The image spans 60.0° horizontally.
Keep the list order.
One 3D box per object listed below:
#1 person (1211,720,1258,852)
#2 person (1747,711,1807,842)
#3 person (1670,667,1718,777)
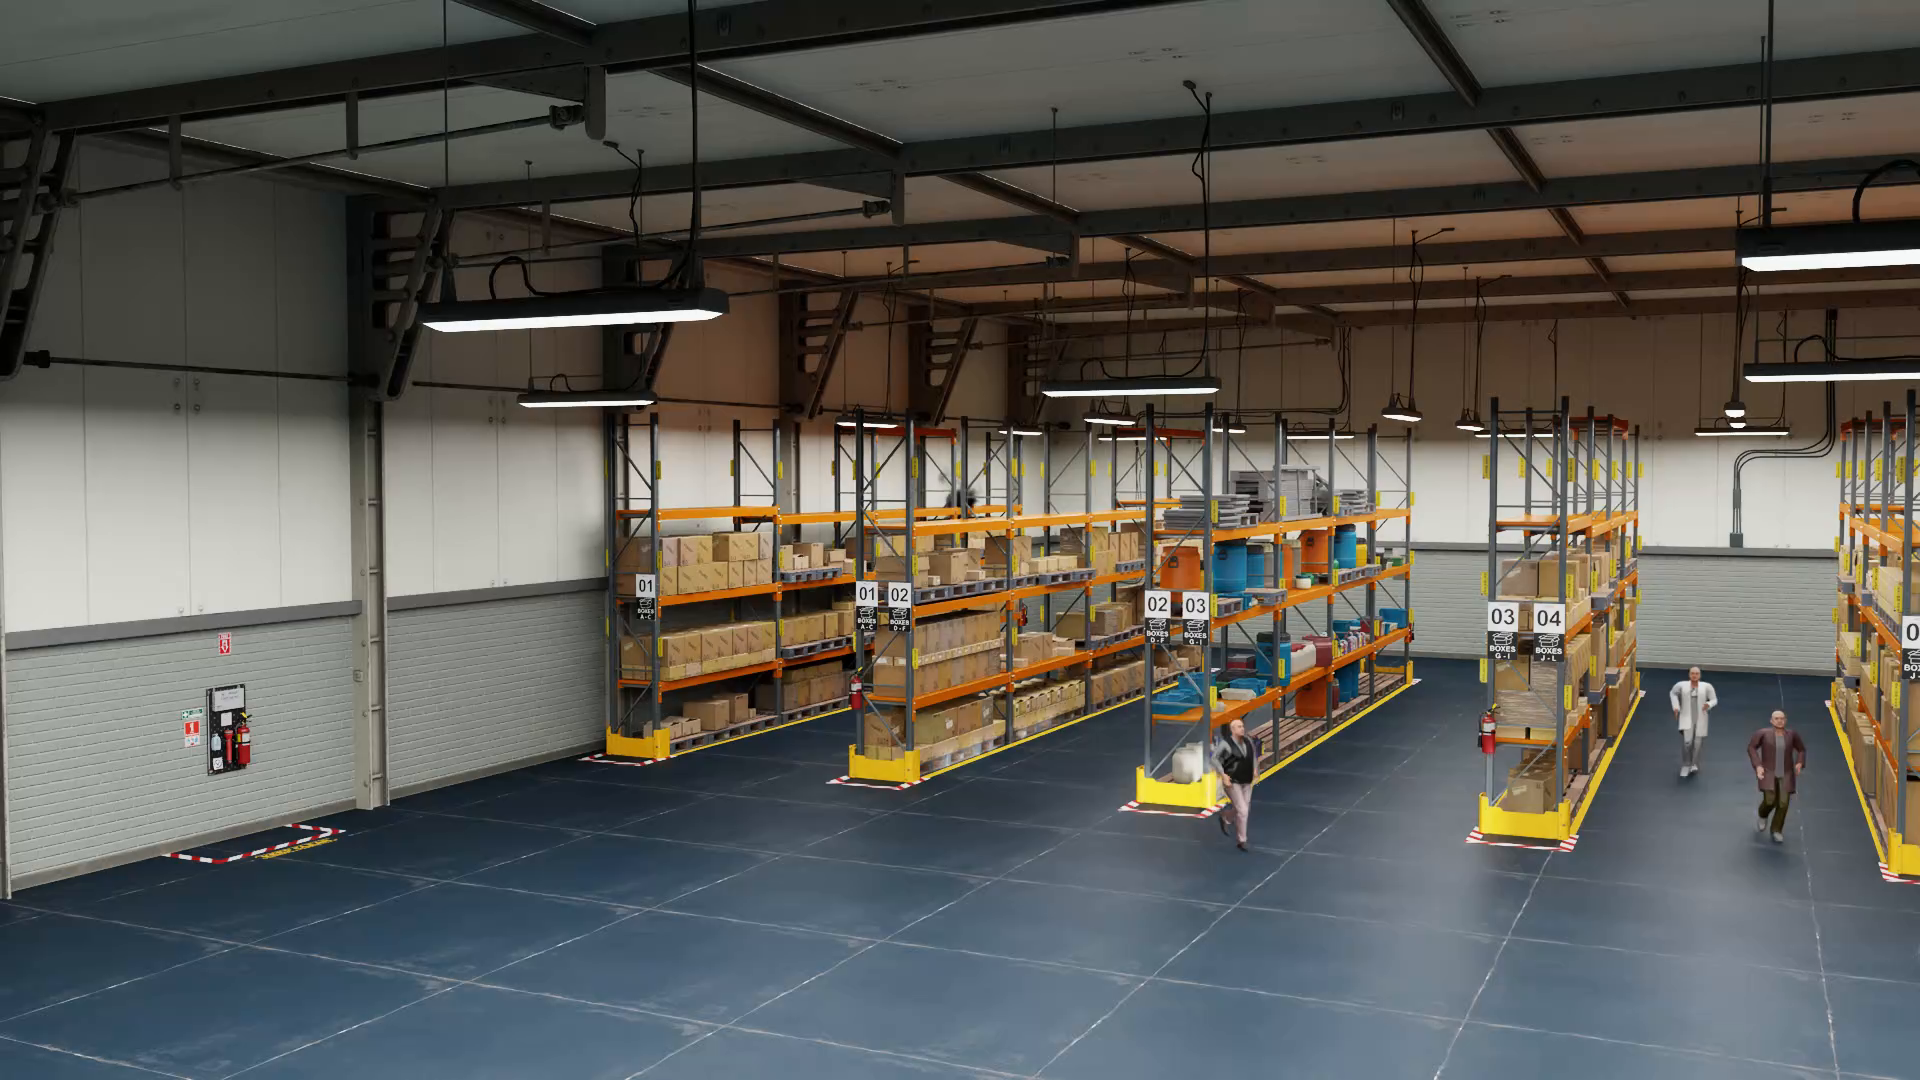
[{"bbox_3d":[3.654,3.232,22.116,0.678,1.707,0.796,-1,3,-30],"label":"person"},{"bbox_3d":[11.104,3.183,22.592,0.731,1.750,0.635,1,2,14],"label":"person"},{"bbox_3d":[12.016,2.986,27.219,0.693,1.822,0.808,1,3,17],"label":"person"}]
